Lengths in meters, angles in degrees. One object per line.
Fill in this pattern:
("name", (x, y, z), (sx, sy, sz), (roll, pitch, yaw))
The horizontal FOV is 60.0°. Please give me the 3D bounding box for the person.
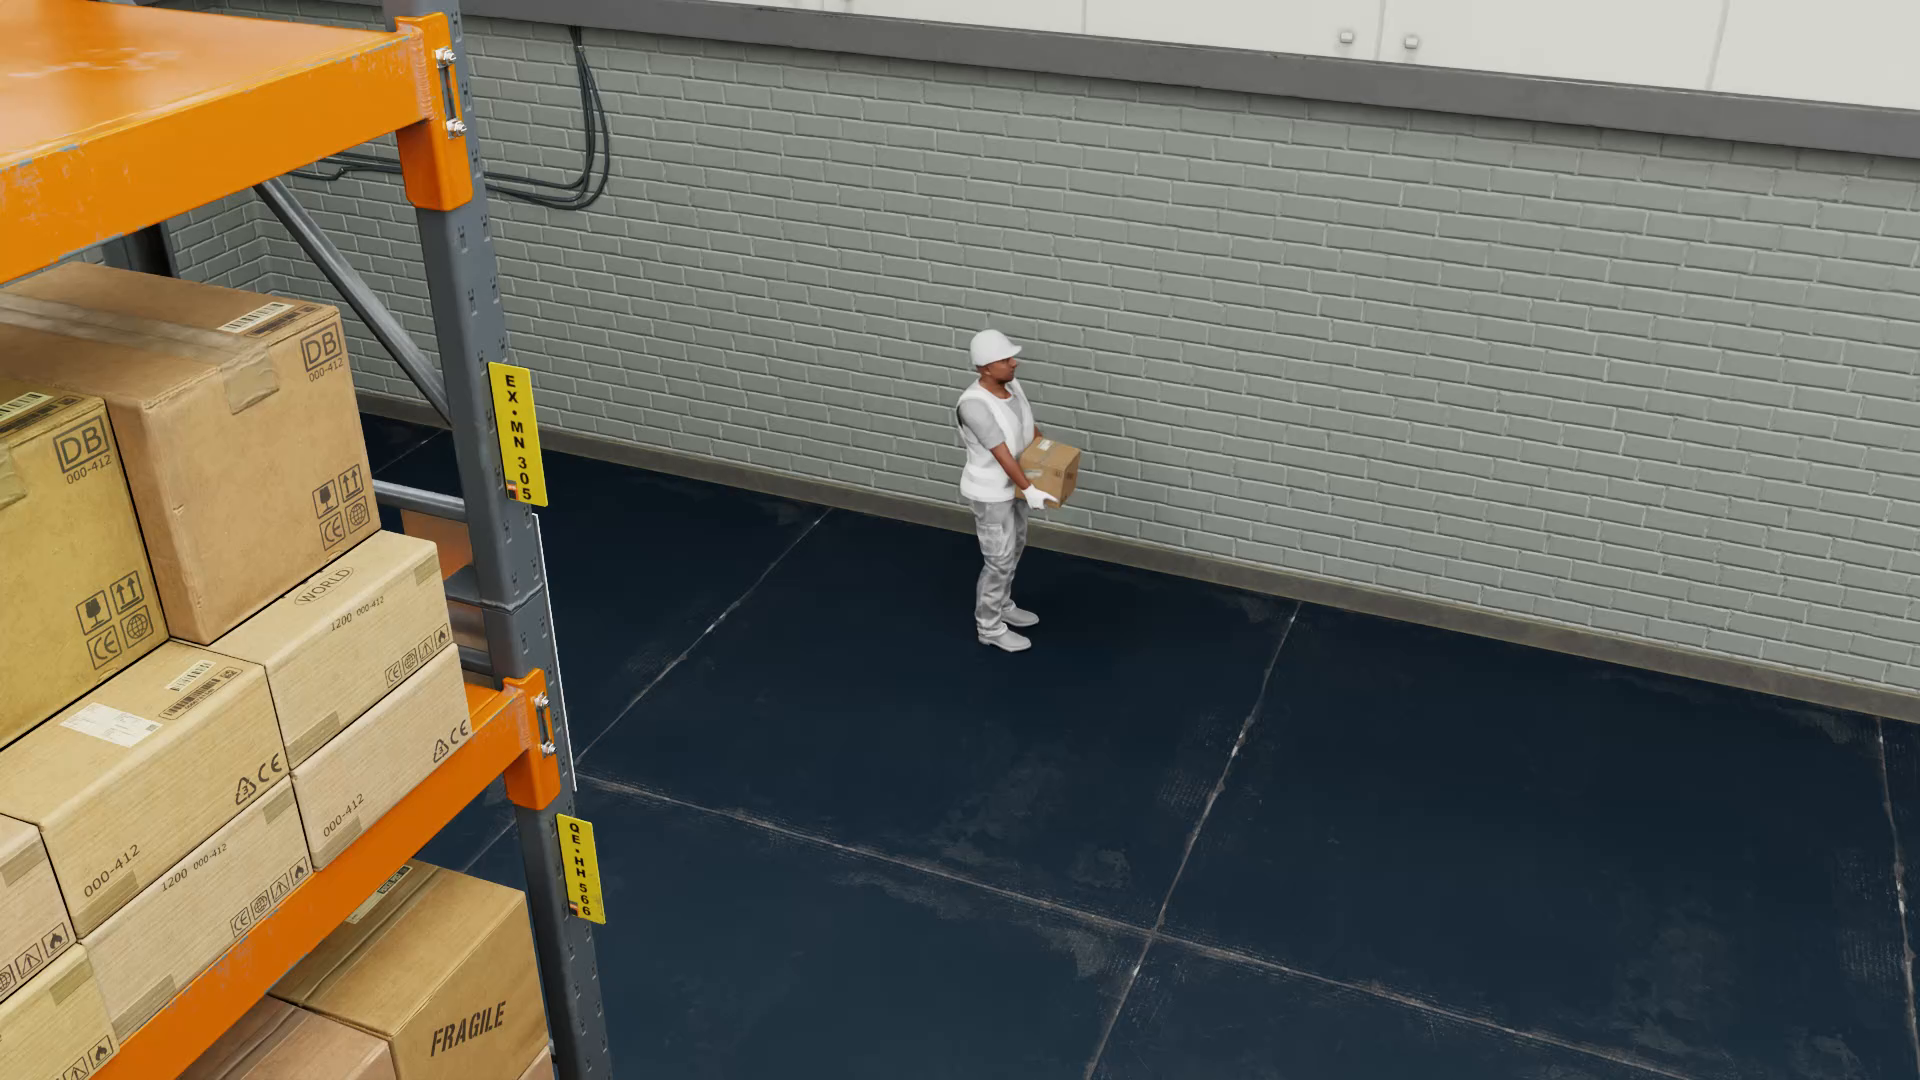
("person", (0.301, -0.256, 8.841), (0.583, 1.778, 0.488), (12, 32, 20))
